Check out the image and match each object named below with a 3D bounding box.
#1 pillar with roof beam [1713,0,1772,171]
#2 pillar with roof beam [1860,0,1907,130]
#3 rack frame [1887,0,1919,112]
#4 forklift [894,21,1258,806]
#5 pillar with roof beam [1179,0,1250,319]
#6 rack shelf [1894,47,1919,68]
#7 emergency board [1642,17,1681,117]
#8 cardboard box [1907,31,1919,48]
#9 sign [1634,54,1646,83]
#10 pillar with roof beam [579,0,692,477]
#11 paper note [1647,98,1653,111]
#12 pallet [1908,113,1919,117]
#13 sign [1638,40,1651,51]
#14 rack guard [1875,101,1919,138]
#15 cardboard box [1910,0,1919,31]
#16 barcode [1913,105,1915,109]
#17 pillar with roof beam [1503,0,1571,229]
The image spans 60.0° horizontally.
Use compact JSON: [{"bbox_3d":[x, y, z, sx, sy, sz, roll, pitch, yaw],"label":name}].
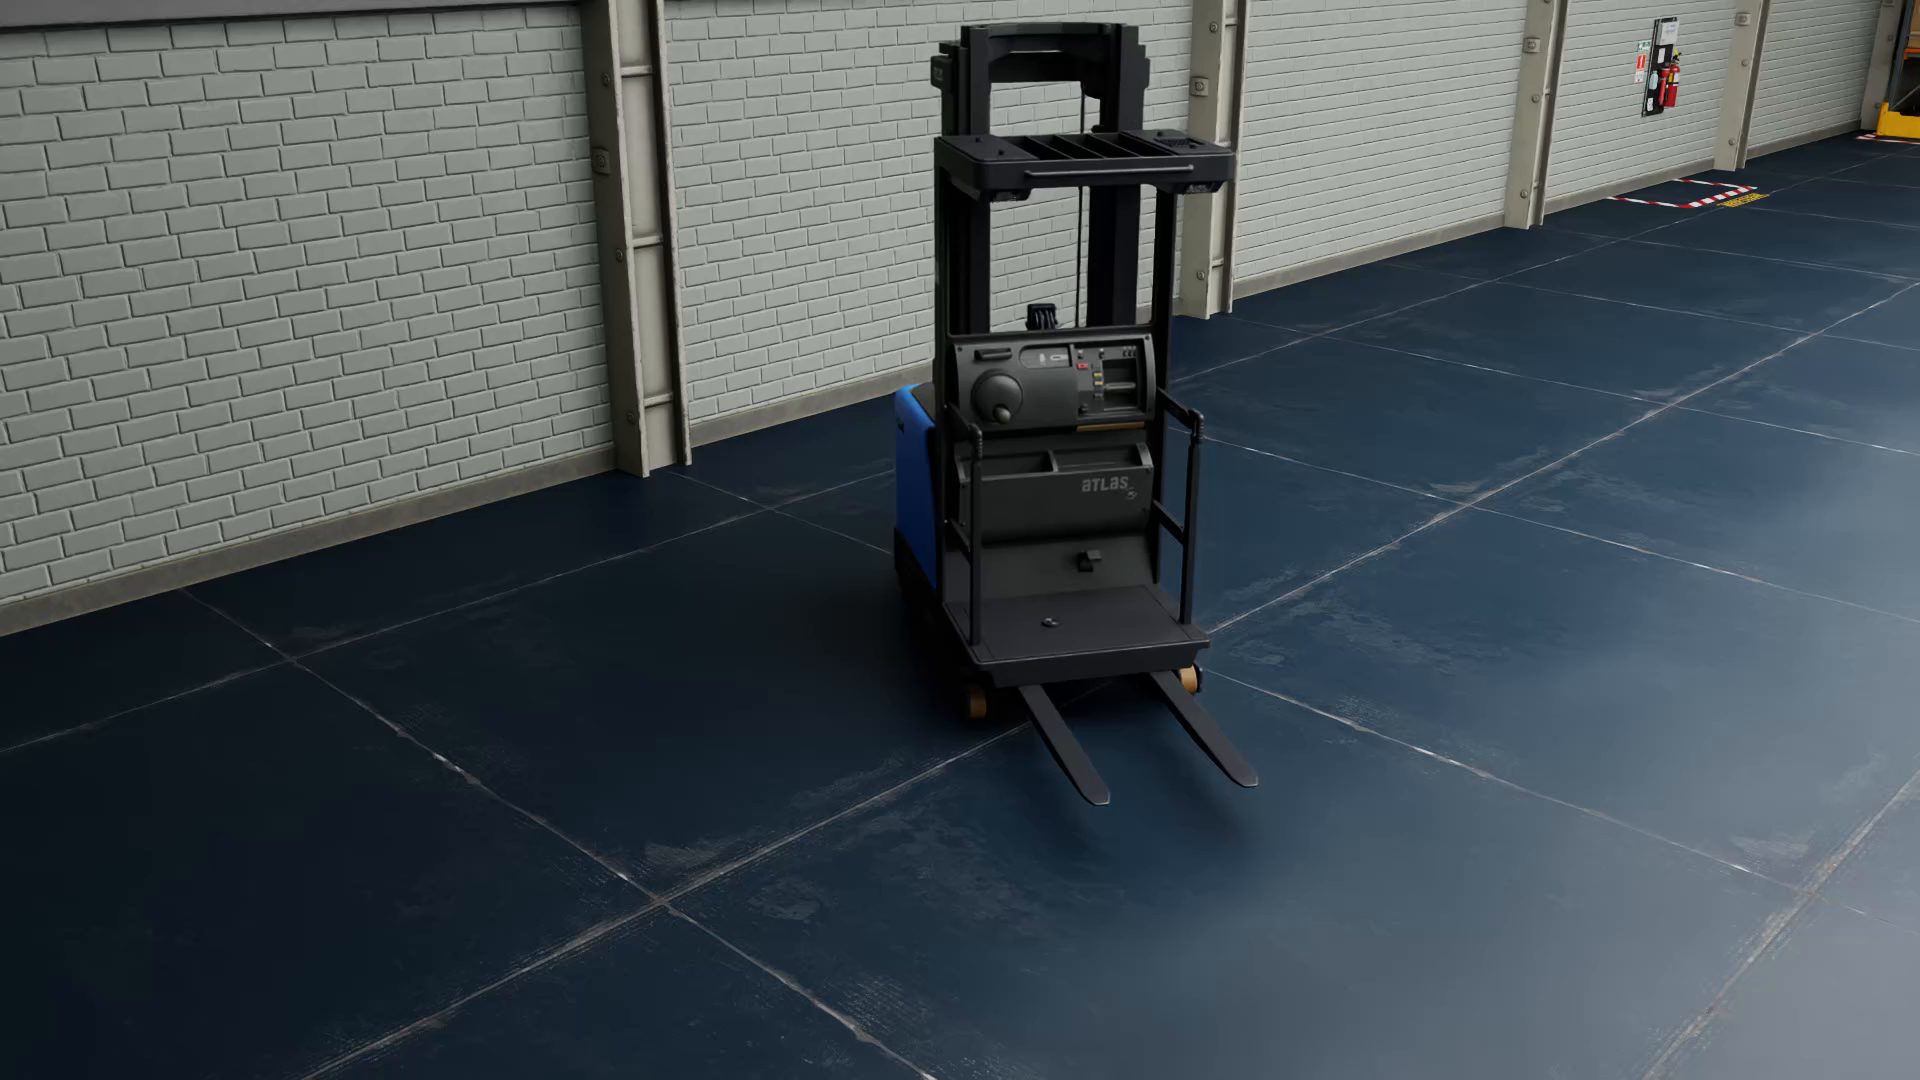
[{"bbox_3d":[13.645,-8.237,18.462,9.100,9.000,0.400,19,28,41],"label":"pillar with roof beam"},{"bbox_3d":[17.830,-9.779,22.474,9.100,9.000,0.400,19,28,41],"label":"pillar with roof beam"},{"bbox_3d":[14.877,-7.660,25.323,1.000,3.000,0.127,19,28,41],"label":"rack frame"},{"bbox_3d":[0.485,-0.707,7.329,1.130,2.935,3.031,-5,22,-13],"label":"forklift"},{"bbox_3d":[5.273,-5.152,10.436,9.100,9.000,0.400,19,28,41],"label":"pillar with roof beam"},{"bbox_3d":[16.272,-7.838,26.789,1.077,0.370,4.000,19,28,41],"label":"rack shelf"},{"bbox_3d":[8.809,-5.888,20.713,0.194,1.169,0.643,19,28,41],"label":"emergency board"},{"bbox_3d":[15.064,-7.768,25.785,0.500,0.250,0.500,-20,28,-41],"label":"cardboard box"},{"bbox_3d":[8.349,-5.789,20.404,0.001,0.329,0.234,19,28,41],"label":"sign"},{"bbox_3d":[1.088,-3.610,6.424,9.100,9.000,0.400,19,28,41],"label":"pillar with roof beam"},{"bbox_3d":[8.636,-5.449,20.798,0.016,0.148,0.142,19,28,41],"label":"paper note"},{"bbox_3d":[15.522,-6.578,26.394,1.003,0.211,1.213,19,28,41],"label":"pallet"},{"bbox_3d":[8.359,-6.035,20.307,0.001,0.109,0.331,19,28,41],"label":"sign"},{"bbox_3d":[14.930,-6.513,25.822,1.175,0.500,0.348,19,28,41],"label":"rack guard"},{"bbox_3d":[15.054,-8.124,25.665,0.500,0.500,0.500,19,28,40],"label":"cardboard box"},{"bbox_3d":[15.150,-6.875,26.401,0.001,0.075,0.075,19,28,41],"label":"barcode"},{"bbox_3d":[9.459,-6.695,14.449,9.100,9.000,0.400,19,28,41],"label":"pillar with roof beam"}]
